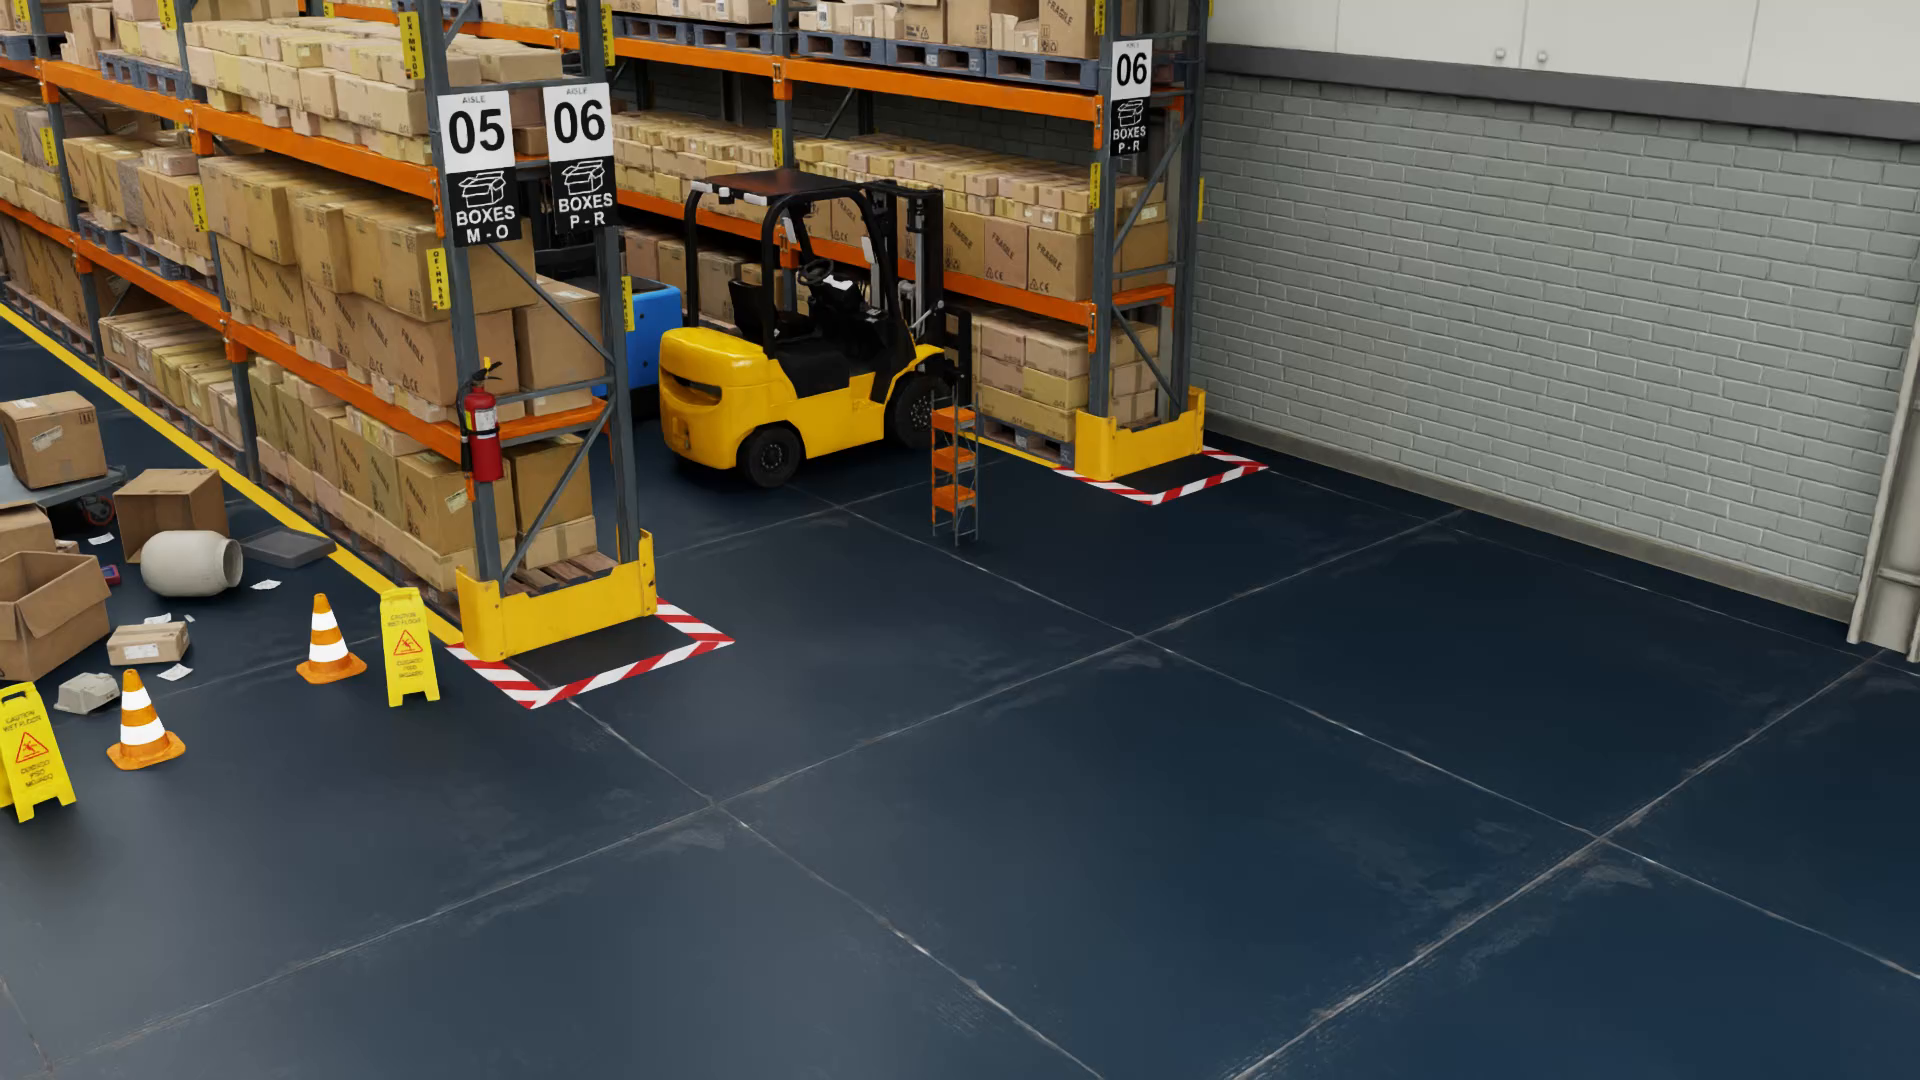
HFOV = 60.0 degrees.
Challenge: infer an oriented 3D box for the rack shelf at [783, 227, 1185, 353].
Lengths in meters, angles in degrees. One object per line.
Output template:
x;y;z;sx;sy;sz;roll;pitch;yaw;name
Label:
0.089;-2.241;14.079;1.077;0.370;4.000;-17;27;-37;rack shelf

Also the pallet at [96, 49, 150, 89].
-5.976;-3.737;13.057;1.213;0.211;1.003;-17;27;-37;pallet

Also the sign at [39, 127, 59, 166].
-8.004;-3.457;14.610;0.100;0.325;0.005;-17;27;-37;sign

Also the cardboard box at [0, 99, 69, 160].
-8.781;-3.922;15.877;0.500;0.500;0.500;-17;27;-37;cardboard box

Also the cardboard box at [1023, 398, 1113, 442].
0.849;-0.993;13.102;0.500;0.250;0.500;-17;27;-37;cardboard box

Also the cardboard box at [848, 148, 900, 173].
-0.730;-3.242;14.215;0.380;0.149;0.250;-17;27;-36;cardboard box

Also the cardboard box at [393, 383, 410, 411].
-3.170;-0.896;10.003;0.380;0.149;0.250;-18;28;-38;cardboard box

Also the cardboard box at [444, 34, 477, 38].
-3.184;-3.013;10.201;0.380;0.149;0.250;-17;27;-36;cardboard box

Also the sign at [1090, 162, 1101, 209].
0.975;-2.548;11.963;0.100;0.325;0.005;-17;27;-37;sign

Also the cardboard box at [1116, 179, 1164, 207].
1.337;-2.654;12.713;0.380;0.149;0.250;-18;28;-38;cardboard box

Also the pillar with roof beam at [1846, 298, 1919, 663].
2.278;-2.541;5.633;9.100;9.000;0.400;-17;27;-37;pillar with roof beam

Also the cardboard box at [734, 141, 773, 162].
-1.909;-3.666;15.704;0.380;0.149;0.250;-17;27;-37;cardboard box

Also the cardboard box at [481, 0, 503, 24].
-5.002;-5.922;18.582;0.500;0.250;0.500;-17;27;-37;cardboard box

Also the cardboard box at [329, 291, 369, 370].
-3.574;-1.389;10.372;0.500;0.500;0.500;-18;27;-38;cardboard box

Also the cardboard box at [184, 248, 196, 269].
-5.678;-2.178;12.701;0.380;0.149;0.250;-18;28;-39;cardboard box

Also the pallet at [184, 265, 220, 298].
-5.363;-2.102;13.002;1.003;0.211;1.213;-17;27;-37;pallet

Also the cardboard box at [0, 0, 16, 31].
-8.375;-4.918;15.102;0.700;0.500;0.500;-19;28;-40;cardboard box

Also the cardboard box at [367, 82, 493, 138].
-2.901;-2.383;9.141;0.500;0.250;0.500;-18;28;-38;cardboard box

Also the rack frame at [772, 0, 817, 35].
-1.216;-5.922;14.265;1.000;3.000;0.127;-17;27;-37;rack frame

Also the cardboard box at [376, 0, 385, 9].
-7.054;-6.716;20.750;0.380;0.149;0.250;-18;27;-38;cardboard box

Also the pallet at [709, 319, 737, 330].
-1.727;-2.025;16.364;1.003;0.211;1.213;-17;27;-37;pallet

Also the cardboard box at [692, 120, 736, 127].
-2.532;-4.218;17.114;0.380;0.149;0.250;-18;28;-38;cardboard box

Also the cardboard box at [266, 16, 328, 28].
-4.602;-3.561;11.602;0.380;0.149;0.250;-17;27;-36;cardboard box

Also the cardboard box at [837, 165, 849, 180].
-0.846;-3.190;14.489;0.380;0.149;0.250;-18;27;-38;cardboard box

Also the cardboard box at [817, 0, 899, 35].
-0.858;-4.438;13.998;0.500;0.311;0.500;-17;27;-36;cardboard box

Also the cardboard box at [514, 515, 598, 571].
-2.680;-0.045;10.680;0.500;0.250;0.500;-18;28;-38;cardboard box

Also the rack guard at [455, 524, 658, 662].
-2.413;0.302;10.027;1.175;0.500;0.348;-17;27;-37;rack guard

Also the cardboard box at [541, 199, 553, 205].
-4.682;-3.795;19.022;0.380;0.149;0.250;-19;28;-39;cardboard box

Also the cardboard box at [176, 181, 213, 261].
-5.450;-2.400;12.377;0.500;0.500;0.500;-18;28;-38;cardboard box

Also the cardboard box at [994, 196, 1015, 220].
0.491;-2.622;13.039;0.380;0.149;0.250;-18;27;-38;cardboard box

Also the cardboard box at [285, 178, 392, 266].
-3.818;-2.010;10.586;0.700;0.500;0.500;-18;27;-38;cardboard box

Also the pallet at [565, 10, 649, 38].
-3.317;-5.376;17.244;1.213;0.211;1.003;-16;26;-35;pallet

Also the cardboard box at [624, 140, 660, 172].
-3.069;-3.928;16.921;0.500;0.250;0.500;-18;28;-39;cardboard box

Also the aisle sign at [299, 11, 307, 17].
-9.316;-7.603;23.219;0.394;0.787;0.004;-17;27;-37;aisle sign

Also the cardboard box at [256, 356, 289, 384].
-4.757;-1.236;11.804;0.380;0.149;0.250;-17;27;-37;cardboard box

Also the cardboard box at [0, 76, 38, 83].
-10.324;-4.858;18.265;0.500;0.500;0.500;-17;27;-37;cardboard box

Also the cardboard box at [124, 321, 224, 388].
-6.736;-1.663;14.643;0.950;0.372;0.625;-18;28;-38;cardboard box

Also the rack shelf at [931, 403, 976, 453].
-0.035;-0.758;11.231;0.215;0.259;0.240;-17;27;-37;rack shelf

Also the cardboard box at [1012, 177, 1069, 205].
0.625;-2.686;12.794;0.380;0.149;0.250;-17;27;-36;cardboard box

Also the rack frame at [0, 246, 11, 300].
-10.196;-4.156;17.983;1.000;3.000;0.127;-17;27;-37;rack frame

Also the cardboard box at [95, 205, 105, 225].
-7.211;-2.823;14.347;0.380;0.149;0.250;-20;29;-41;cardboard box

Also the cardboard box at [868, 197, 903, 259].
-0.440;-2.711;14.155;0.500;0.500;0.500;-18;28;-38;cardboard box

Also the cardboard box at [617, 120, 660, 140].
-3.300;-4.217;17.110;0.380;0.149;0.250;-17;27;-37;cardboard box

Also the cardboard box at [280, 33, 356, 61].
-3.938;-3.022;10.226;0.380;0.149;0.250;-17;27;-36;cardboard box

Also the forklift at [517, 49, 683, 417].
-3.721;-2.746;14.477;1.130;2.935;3.031;-20;29;-41;forklift

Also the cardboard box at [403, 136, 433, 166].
-2.808;-2.153;9.098;0.380;0.149;0.250;-17;27;-37;cardboard box

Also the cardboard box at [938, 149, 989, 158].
0.033;-3.238;14.204;0.380;0.149;0.250;-18;28;-38;cardboard box

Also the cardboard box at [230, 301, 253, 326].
-5.012;-1.666;11.968;0.380;0.149;0.250;-18;27;-38;cardboard box

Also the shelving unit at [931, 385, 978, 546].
-0.035;-0.504;11.330;0.215;1.050;0.252;-17;27;-37;shelving unit

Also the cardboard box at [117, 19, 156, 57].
-6.124;-3.877;12.788;0.500;0.250;0.500;-17;27;-37;cardboard box

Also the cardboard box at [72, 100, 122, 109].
-8.053;-3.892;15.801;0.500;0.500;0.500;-17;27;-37;cardboard box

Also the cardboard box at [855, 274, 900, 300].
-0.812;-2.157;14.703;0.500;0.250;0.500;-17;27;-37;cardboard box

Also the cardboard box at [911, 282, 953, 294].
-0.086;-2.140;14.659;0.500;0.250;0.500;-17;27;-37;cardboard box

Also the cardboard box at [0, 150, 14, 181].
-9.120;-3.708;16.359;0.500;0.250;0.500;-18;28;-39;cardboard box

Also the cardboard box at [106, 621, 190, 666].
-4.749;0.606;9.734;0.380;0.149;0.250;-4;22;-10;cardboard box

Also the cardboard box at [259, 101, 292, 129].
-4.181;-2.704;10.507;0.380;0.149;0.250;-18;28;-38;cardboard box

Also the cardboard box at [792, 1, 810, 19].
-1.622;-4.932;15.481;0.380;0.149;0.250;-17;27;-37;cardboard box

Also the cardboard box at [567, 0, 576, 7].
-3.830;-5.595;17.151;0.380;0.166;0.250;-18;27;-38;cardboard box
